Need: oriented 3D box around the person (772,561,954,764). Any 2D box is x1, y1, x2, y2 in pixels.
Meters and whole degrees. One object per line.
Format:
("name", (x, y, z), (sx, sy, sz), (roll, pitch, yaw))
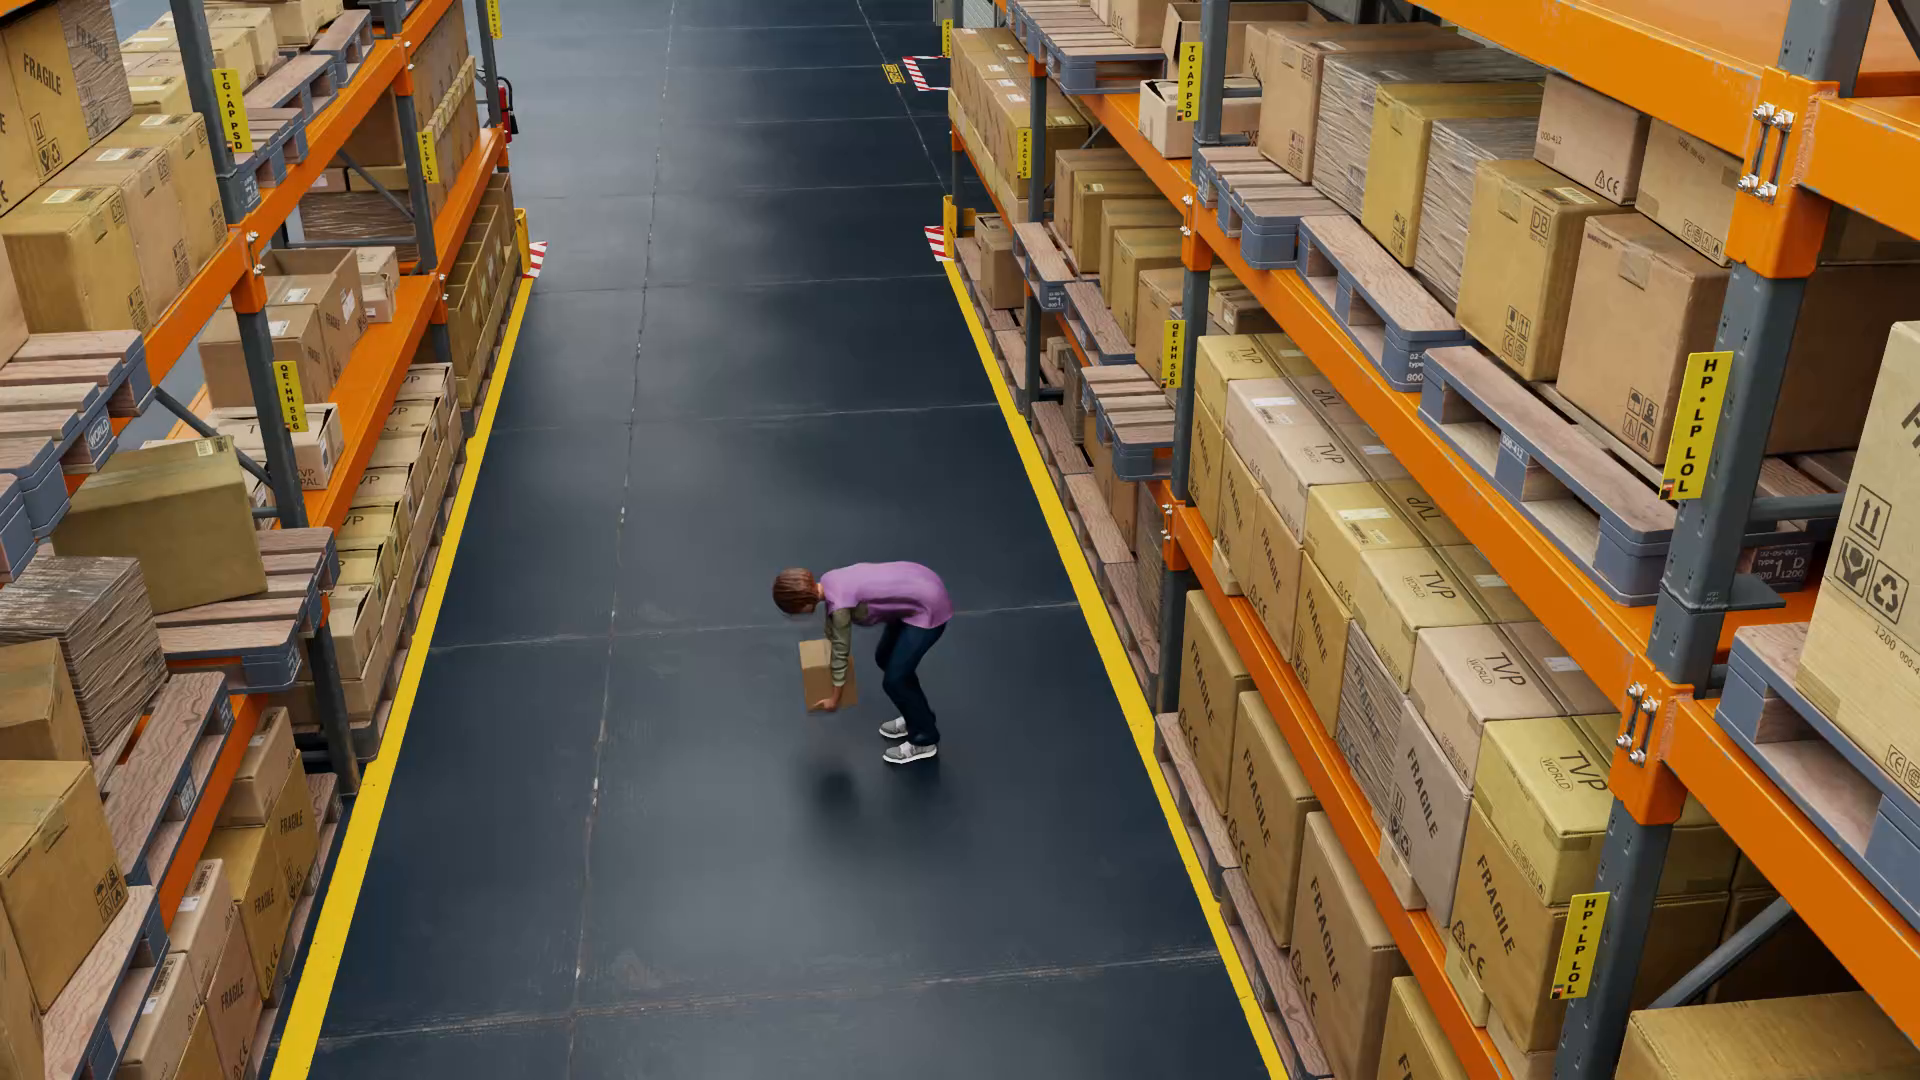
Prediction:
("person", (-0.461, 0.594, 8.109), (0.865, 1.028, 0.390), (-5, 28, -9))
